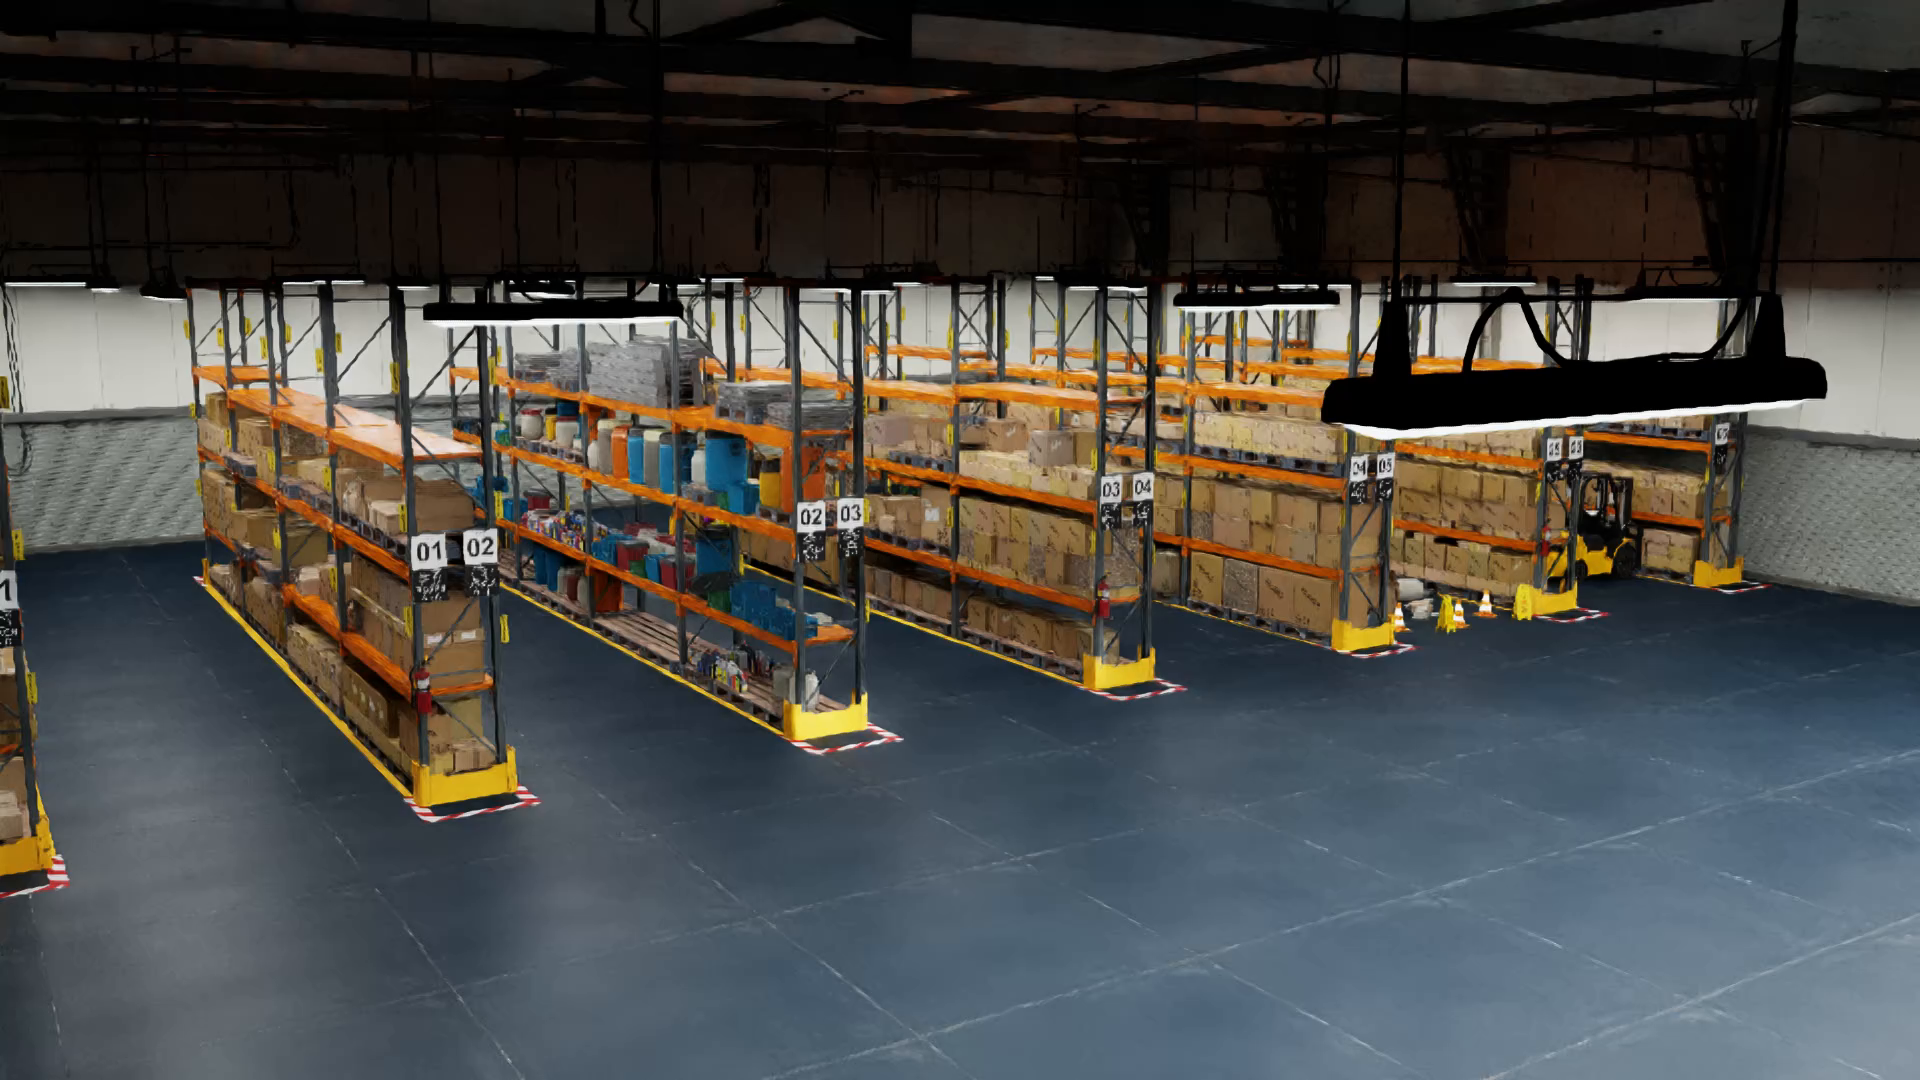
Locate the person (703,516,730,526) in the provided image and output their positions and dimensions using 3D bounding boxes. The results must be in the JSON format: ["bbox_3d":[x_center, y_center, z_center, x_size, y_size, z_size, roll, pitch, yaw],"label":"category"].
[{"bbox_3d":[-4.798,-0.075,33.355,0.719,1.714,0.578,-6,11,-33],"label":"person"}]

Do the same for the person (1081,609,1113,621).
[{"bbox_3d":[2.378,0.491,28.260,0.575,1.689,1.120,-6,12,-34],"label":"person"}]

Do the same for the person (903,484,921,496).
[{"bbox_3d":[-1.241,-2.050,44.830,0.534,1.779,0.733,3,10,19],"label":"person"}]
